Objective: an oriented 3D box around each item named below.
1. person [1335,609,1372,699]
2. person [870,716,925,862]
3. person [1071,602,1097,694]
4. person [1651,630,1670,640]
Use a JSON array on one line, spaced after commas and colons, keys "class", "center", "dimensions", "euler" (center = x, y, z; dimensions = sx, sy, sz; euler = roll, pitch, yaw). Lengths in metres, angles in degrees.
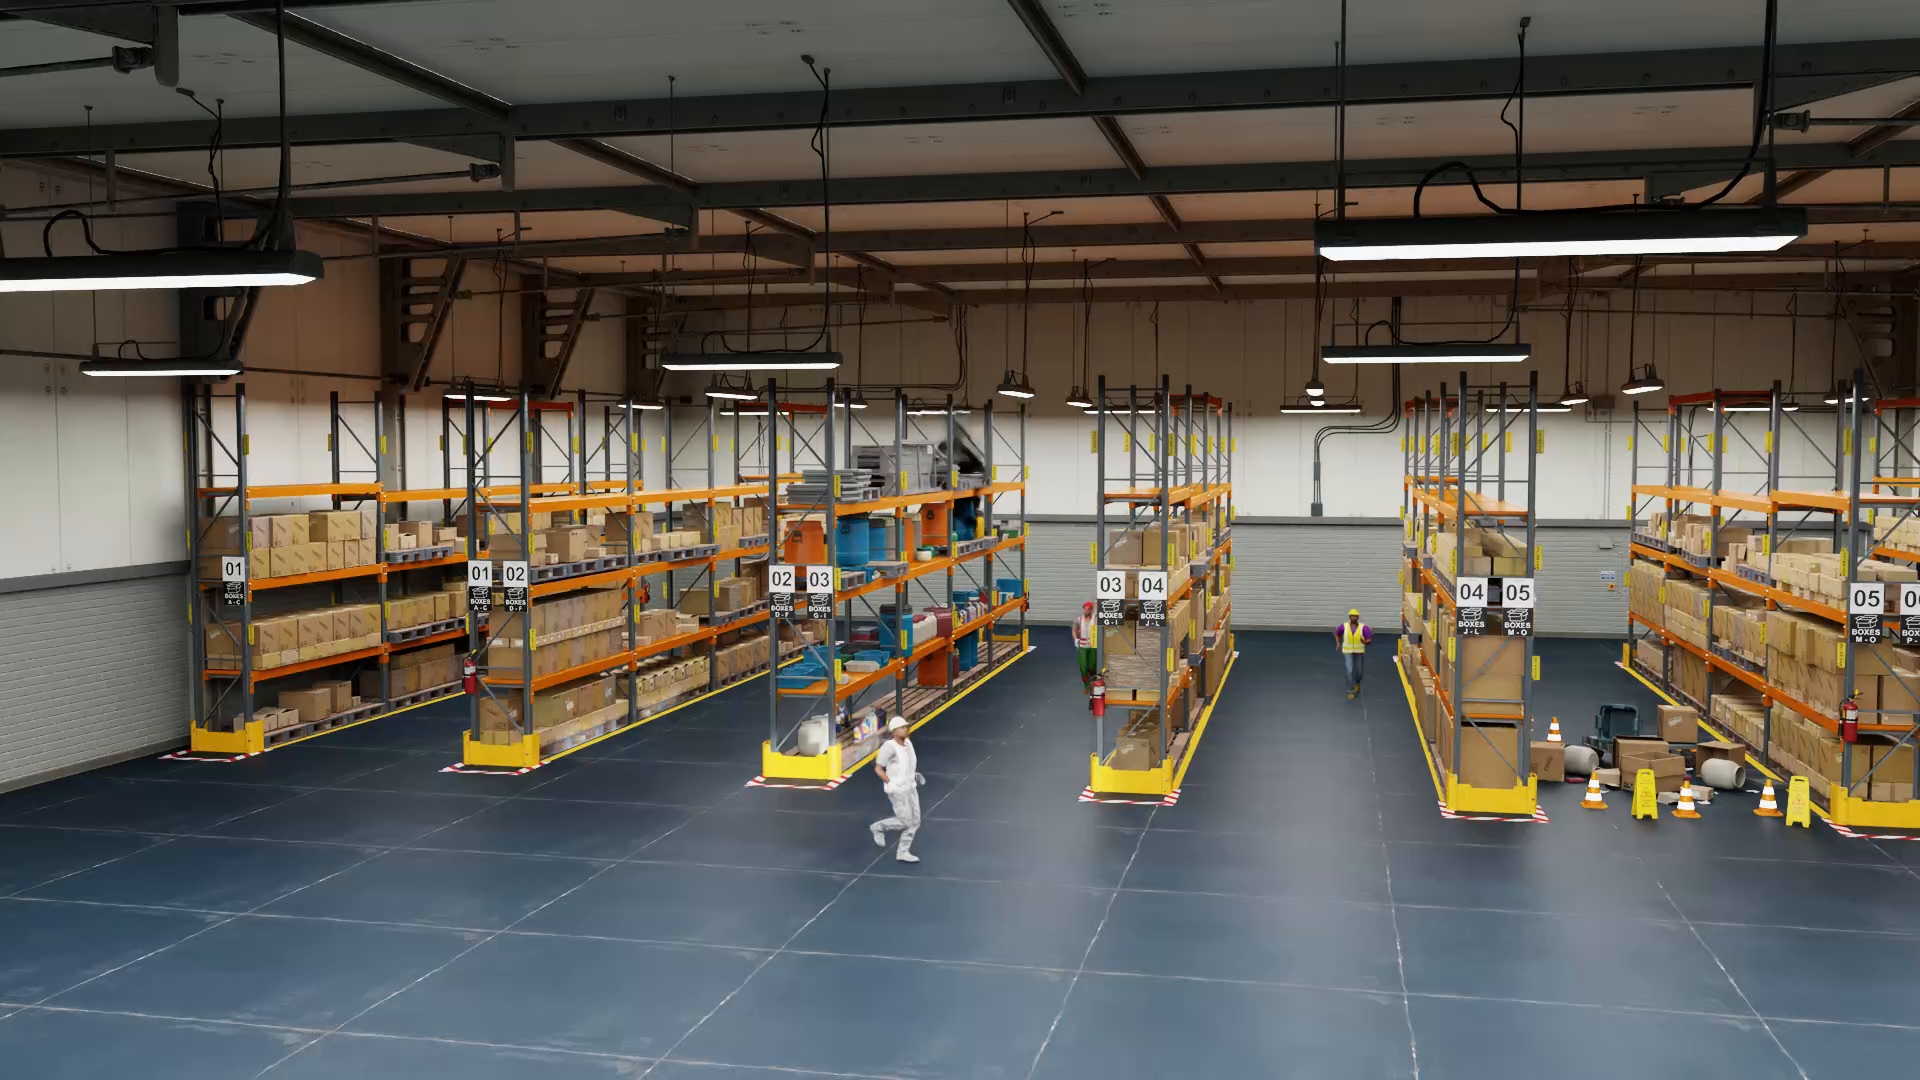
[{"class": "person", "center": [7.762, 2.233, 32.802], "dimensions": [0.709, 1.747, 0.972], "euler": [1, 3, 10]}, {"class": "person", "center": [-0.758, 2.990, 20.035], "dimensions": [0.625, 1.735, 0.671], "euler": [2, 4, 32]}, {"class": "person", "center": [2.441, 2.040, 31.507], "dimensions": [0.692, 1.755, 0.565], "euler": [1, 3, 14]}, {"class": "person", "center": [16.275, 1.941, 38.661], "dimensions": [0.620, 1.651, 0.892], "euler": [-2, 4, -29]}]
